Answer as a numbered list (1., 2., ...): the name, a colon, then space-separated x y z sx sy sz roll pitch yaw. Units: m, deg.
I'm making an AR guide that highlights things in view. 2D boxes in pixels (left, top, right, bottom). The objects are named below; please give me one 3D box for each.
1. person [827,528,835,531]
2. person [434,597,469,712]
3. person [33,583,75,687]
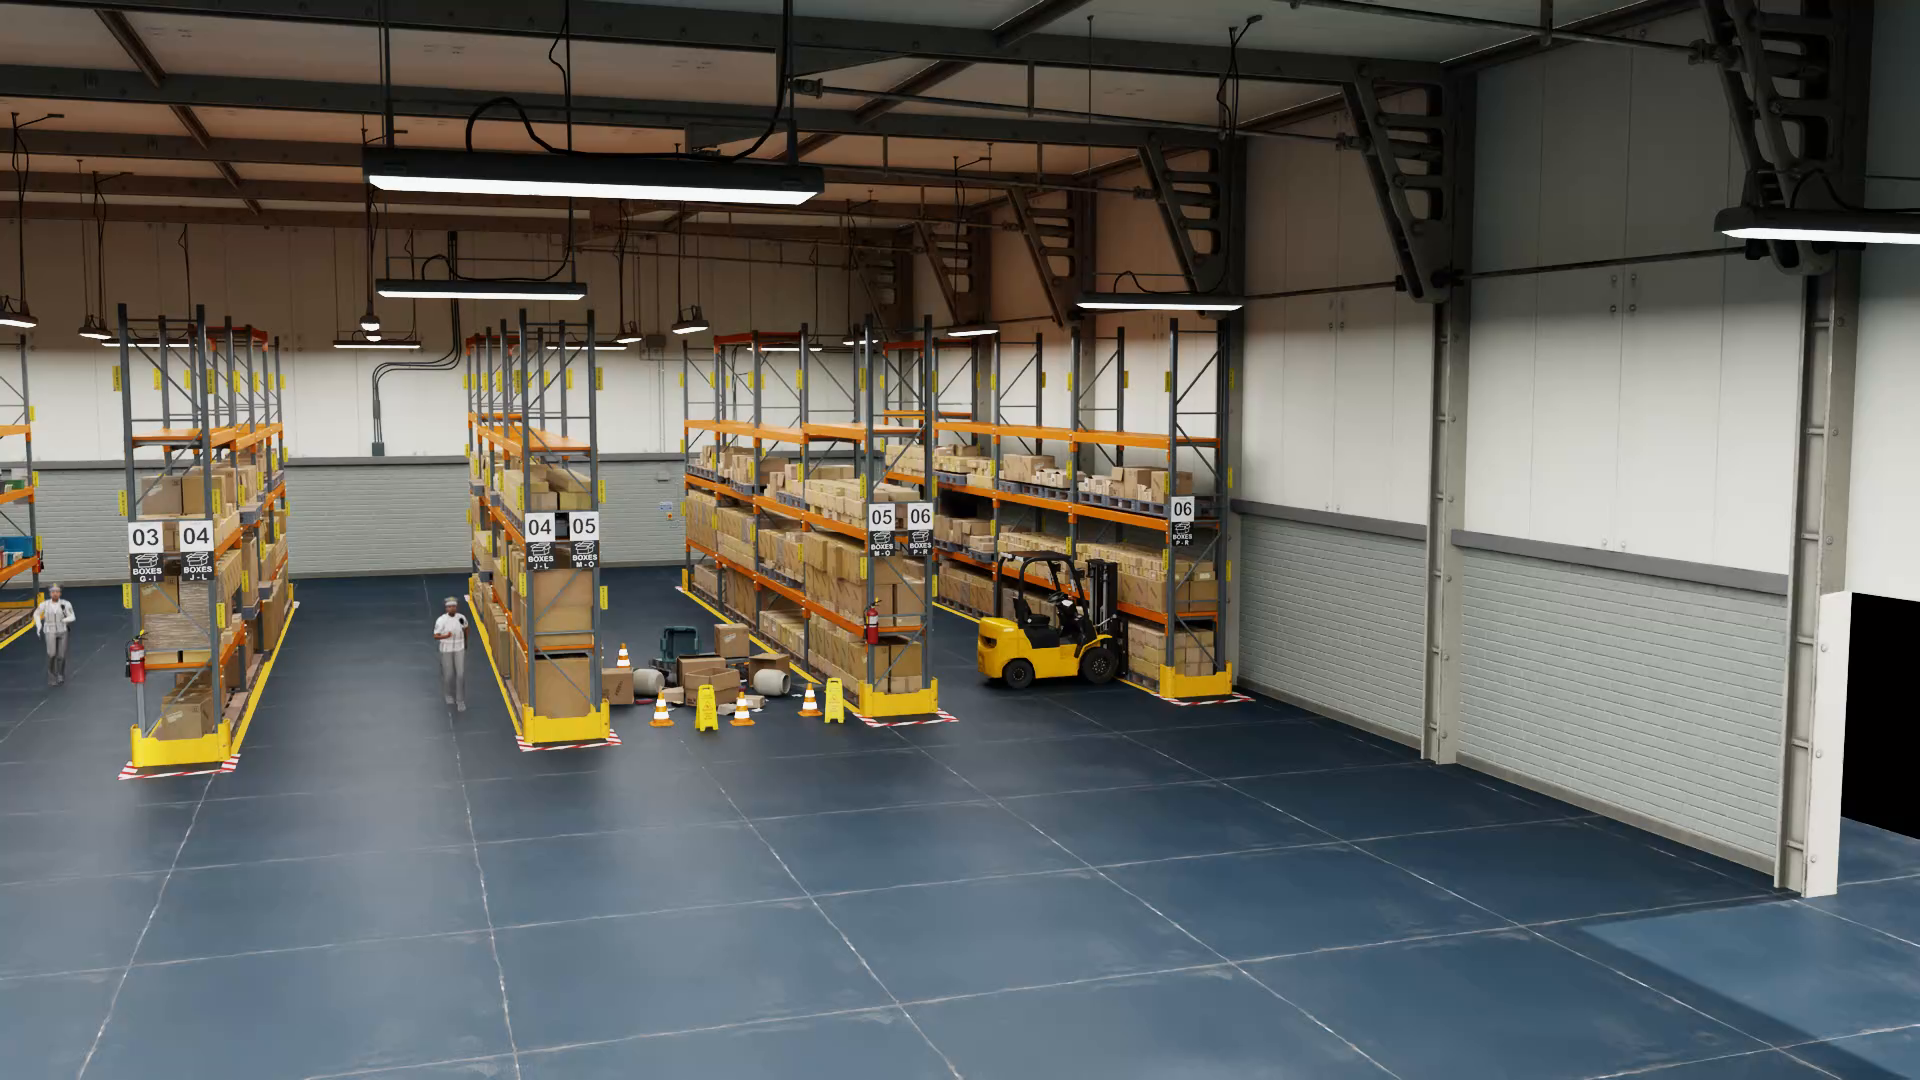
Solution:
1. person: -2.758 0.499 36.025 0.601 1.640 0.670 -2 6 -20
2. person: -7.777 1.737 25.504 0.560 1.754 0.742 -2 6 -23
3. person: -14.916 1.571 27.429 0.571 1.703 0.694 -4 7 -34
